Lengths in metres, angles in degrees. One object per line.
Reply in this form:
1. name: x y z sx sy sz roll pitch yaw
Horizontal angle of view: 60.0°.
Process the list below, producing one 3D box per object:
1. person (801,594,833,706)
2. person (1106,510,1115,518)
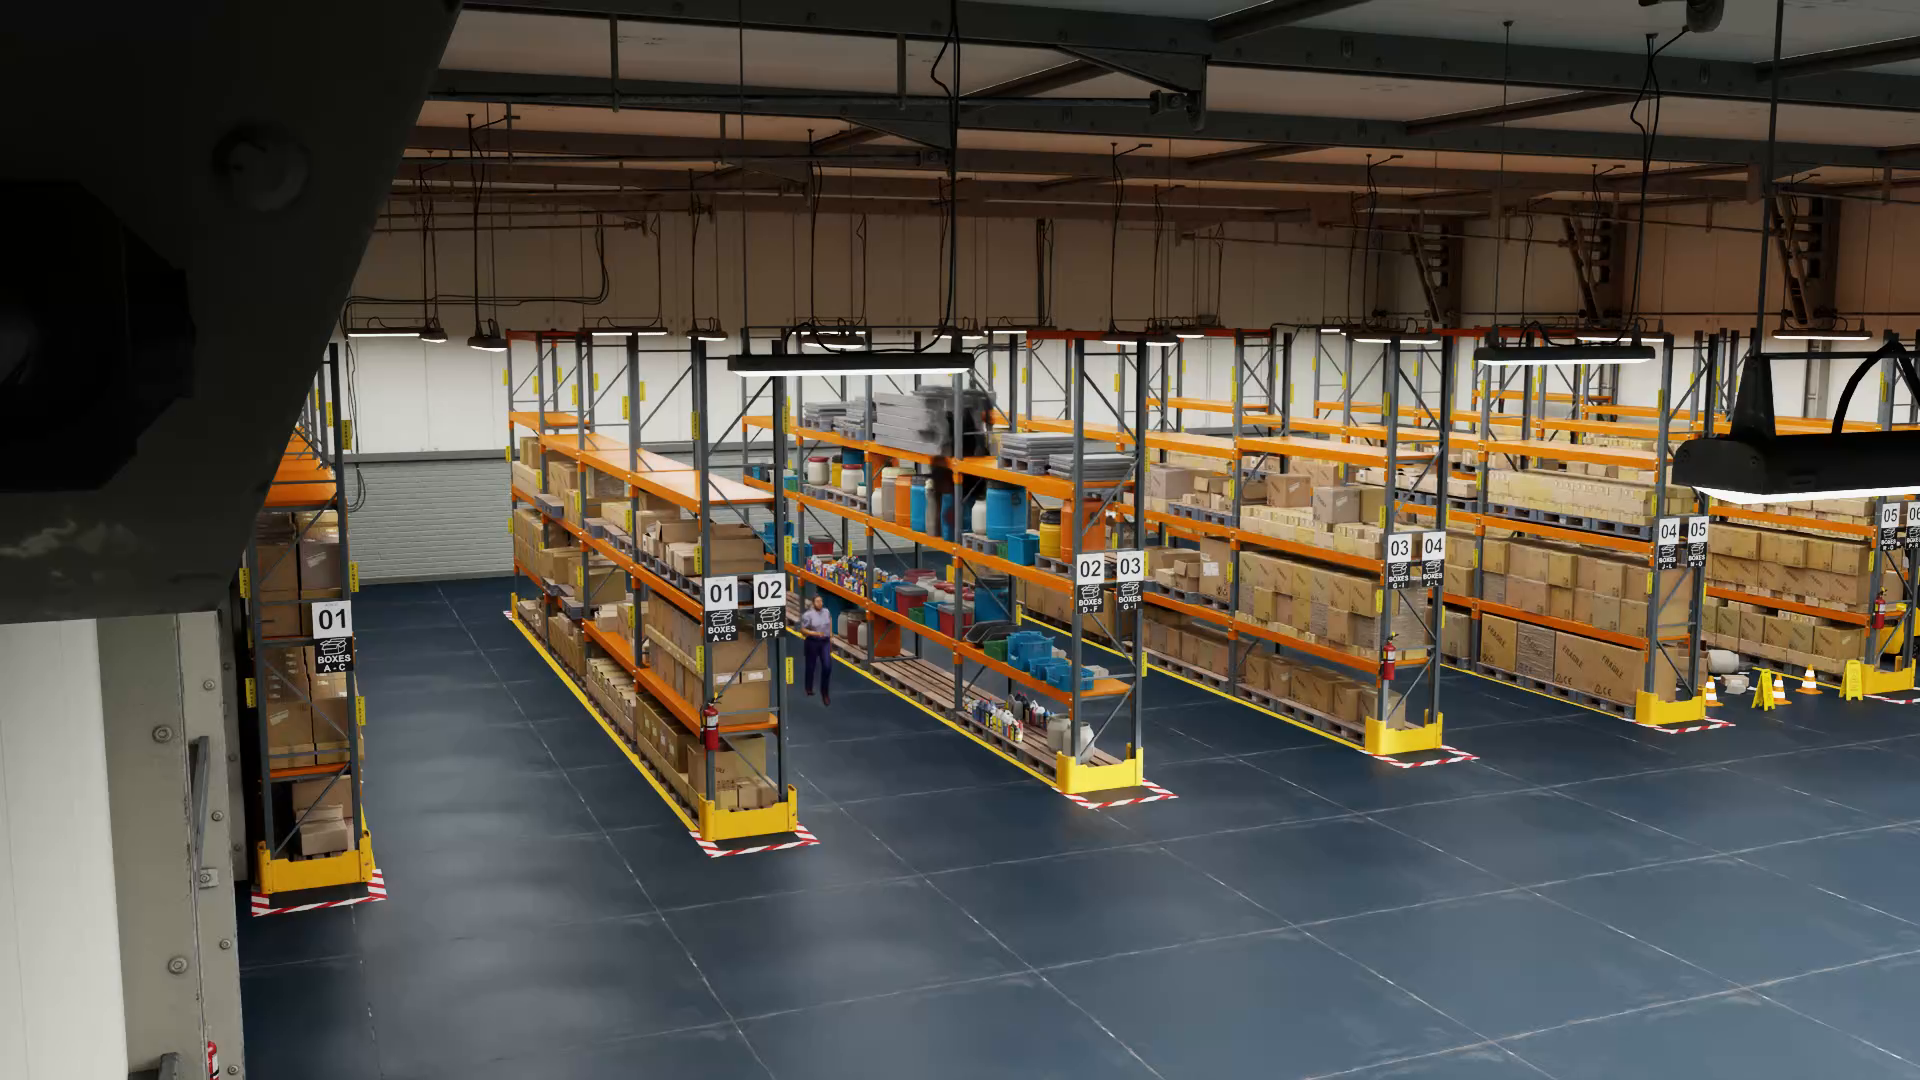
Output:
1. person: -2.217 1.725 26.120 0.613 1.773 0.692 -4 9 -27
2. person: 3.558 -0.128 41.291 0.764 1.752 0.796 -4 9 -27
